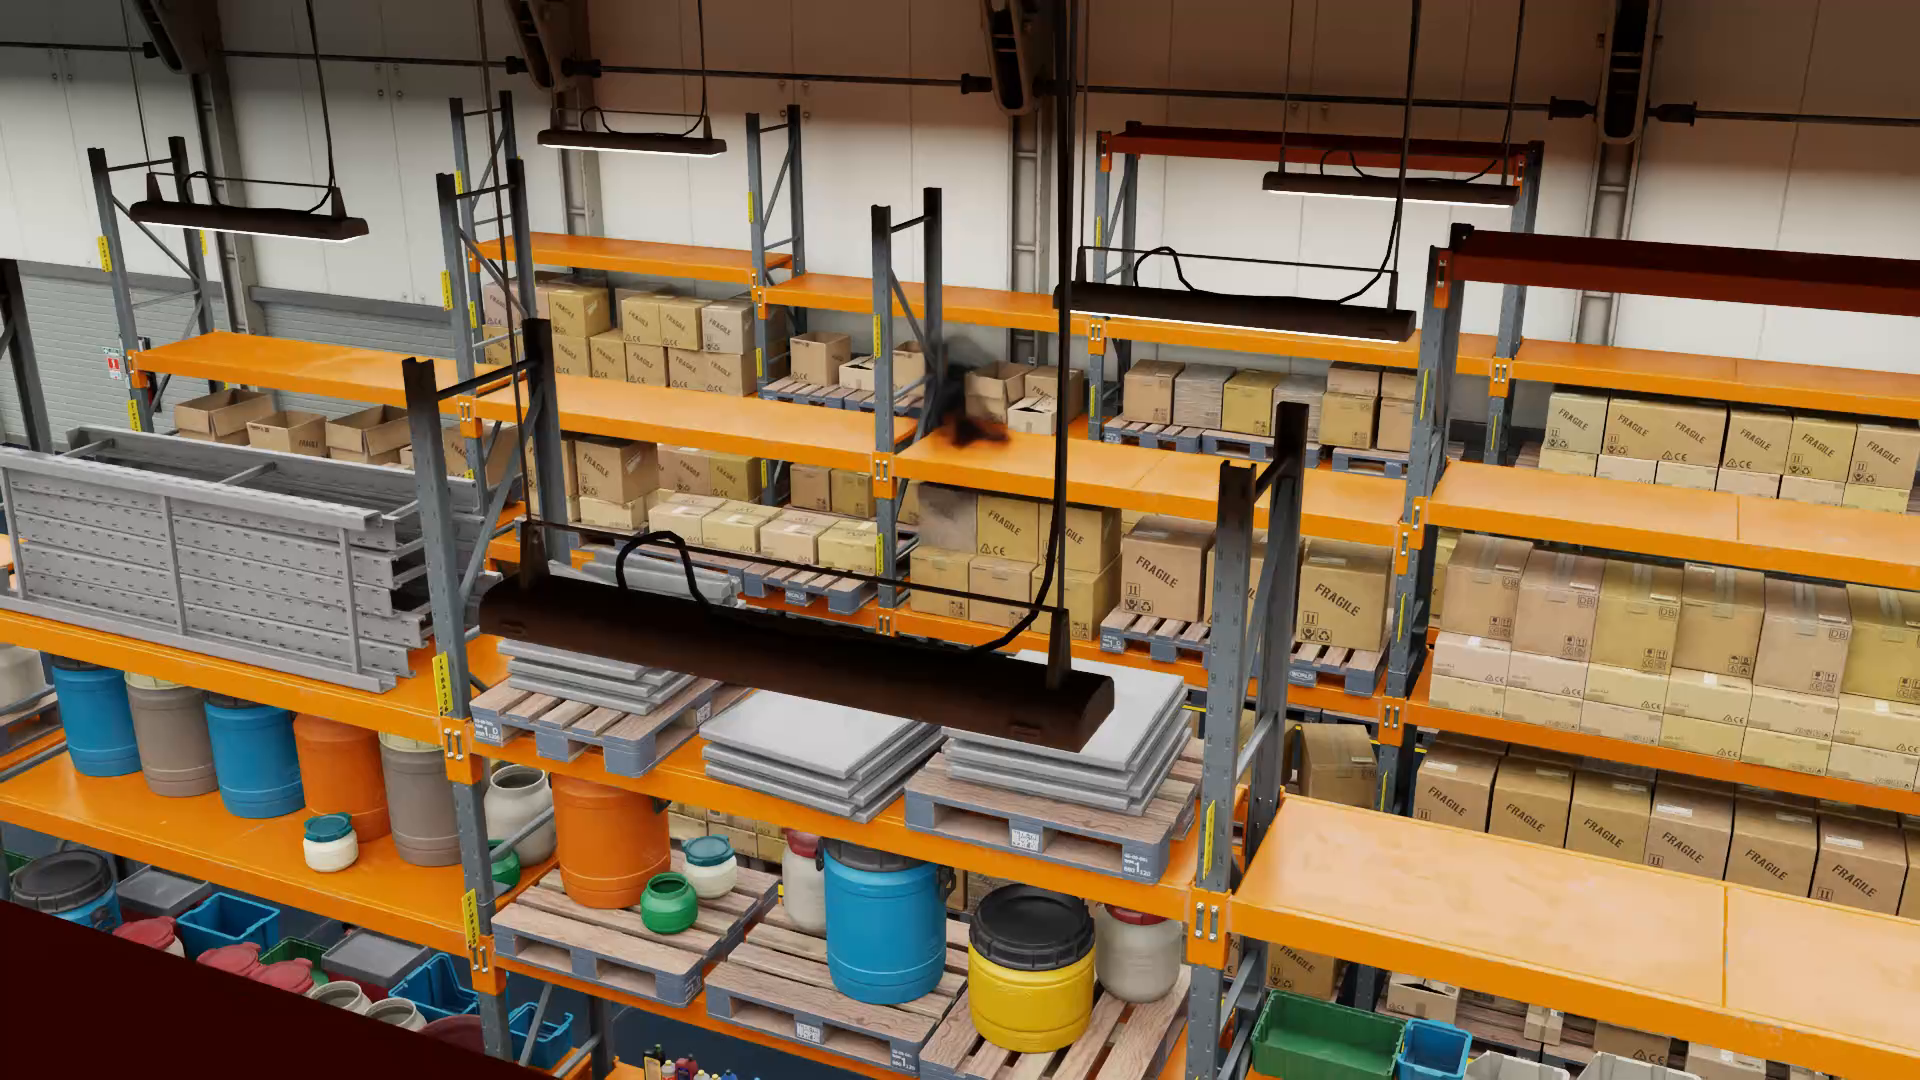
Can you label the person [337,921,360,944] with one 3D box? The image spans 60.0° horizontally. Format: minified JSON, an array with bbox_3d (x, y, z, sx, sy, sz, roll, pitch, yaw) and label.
[{"bbox_3d":[-4.449,2.894,12.466,0.664,1.703,0.653,9,22,23],"label":"person"}]
